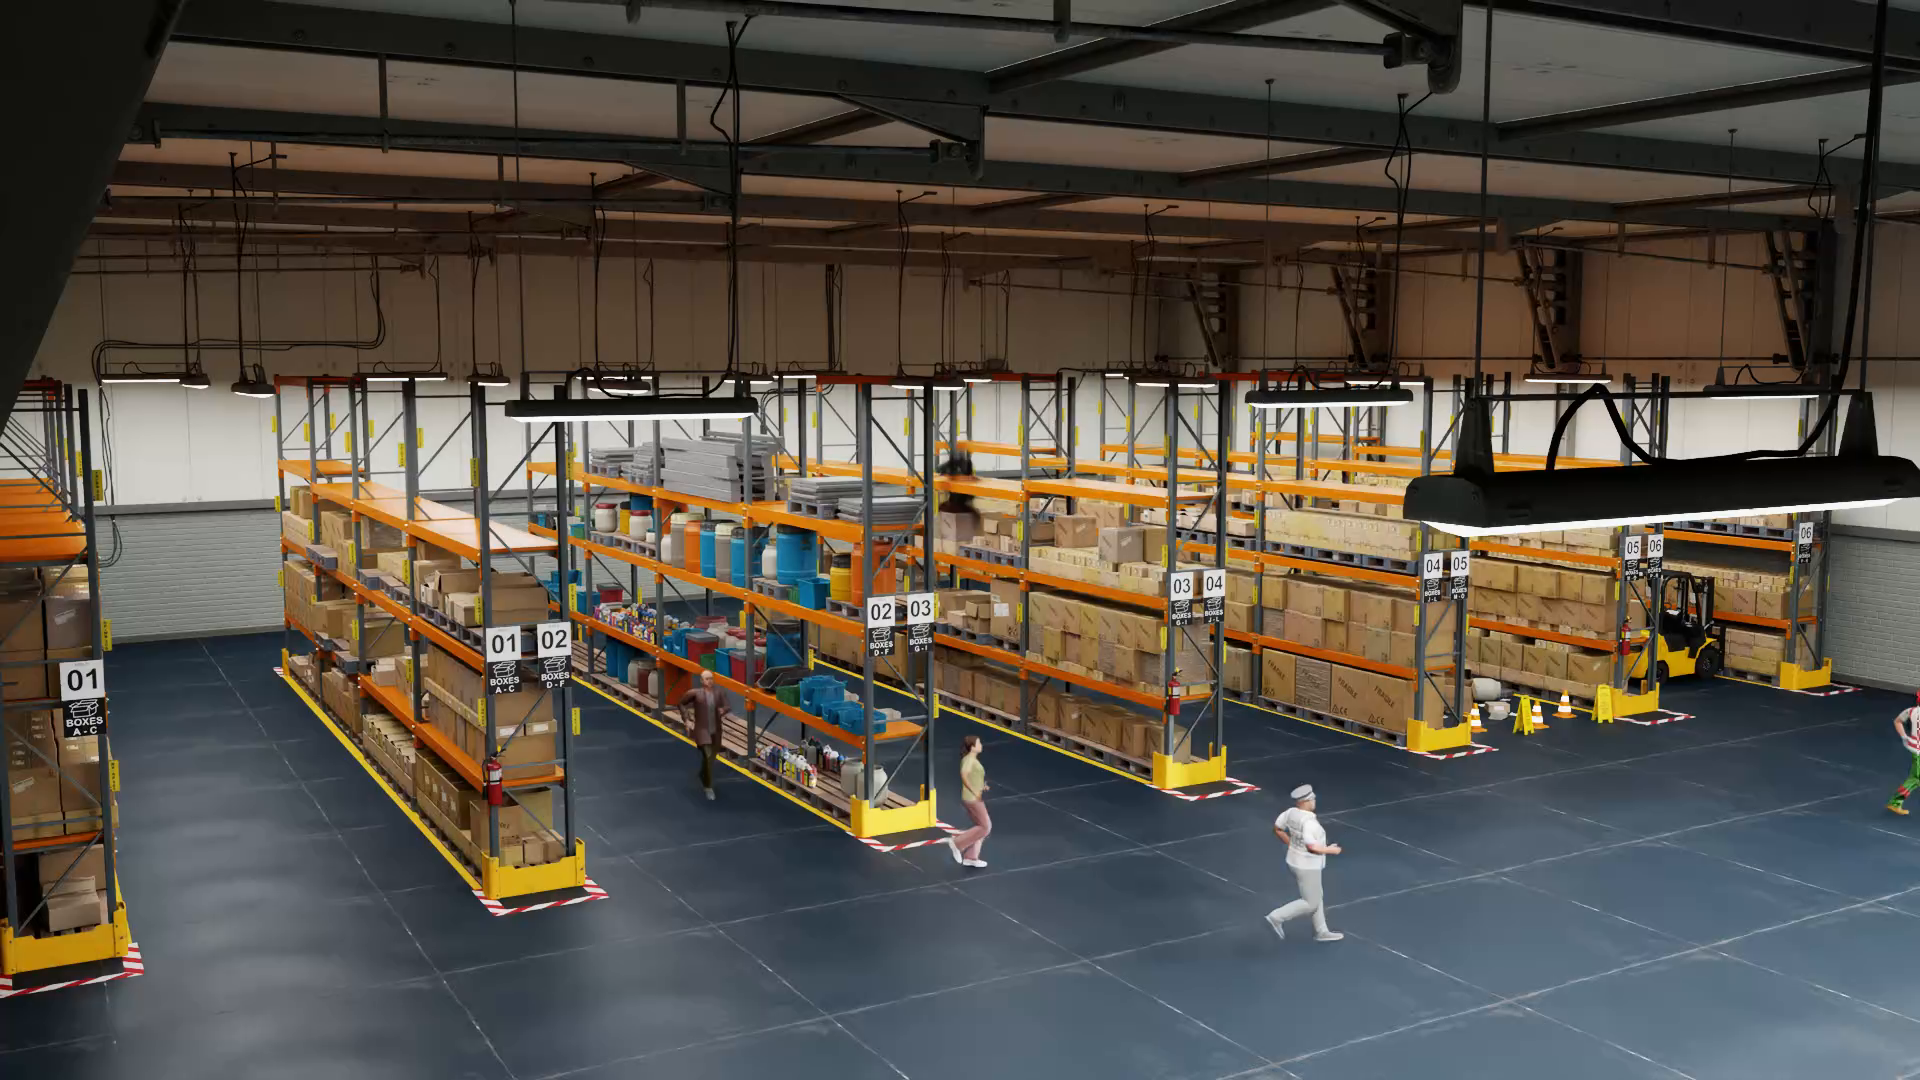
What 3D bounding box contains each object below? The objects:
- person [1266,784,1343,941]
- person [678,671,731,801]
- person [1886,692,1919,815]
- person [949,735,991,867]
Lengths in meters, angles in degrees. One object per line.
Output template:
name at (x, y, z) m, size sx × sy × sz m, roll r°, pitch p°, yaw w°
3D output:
person at (3.704, 3.493, 17.889) m, size 0.945 × 1.748 × 0.665 m, roll -1°, pitch 6°, yaw -13°
person at (-3.668, 2.809, 24.136) m, size 0.672 × 1.847 × 0.847 m, roll -4°, pitch 8°, yaw -36°
person at (13.186, 2.950, 22.815) m, size 0.823 × 1.831 × 0.639 m, roll 1°, pitch 6°, yaw 9°
person at (0.114, 3.249, 20.869) m, size 0.528 × 1.621 × 0.605 m, roll -1°, pitch 6°, yaw -5°
